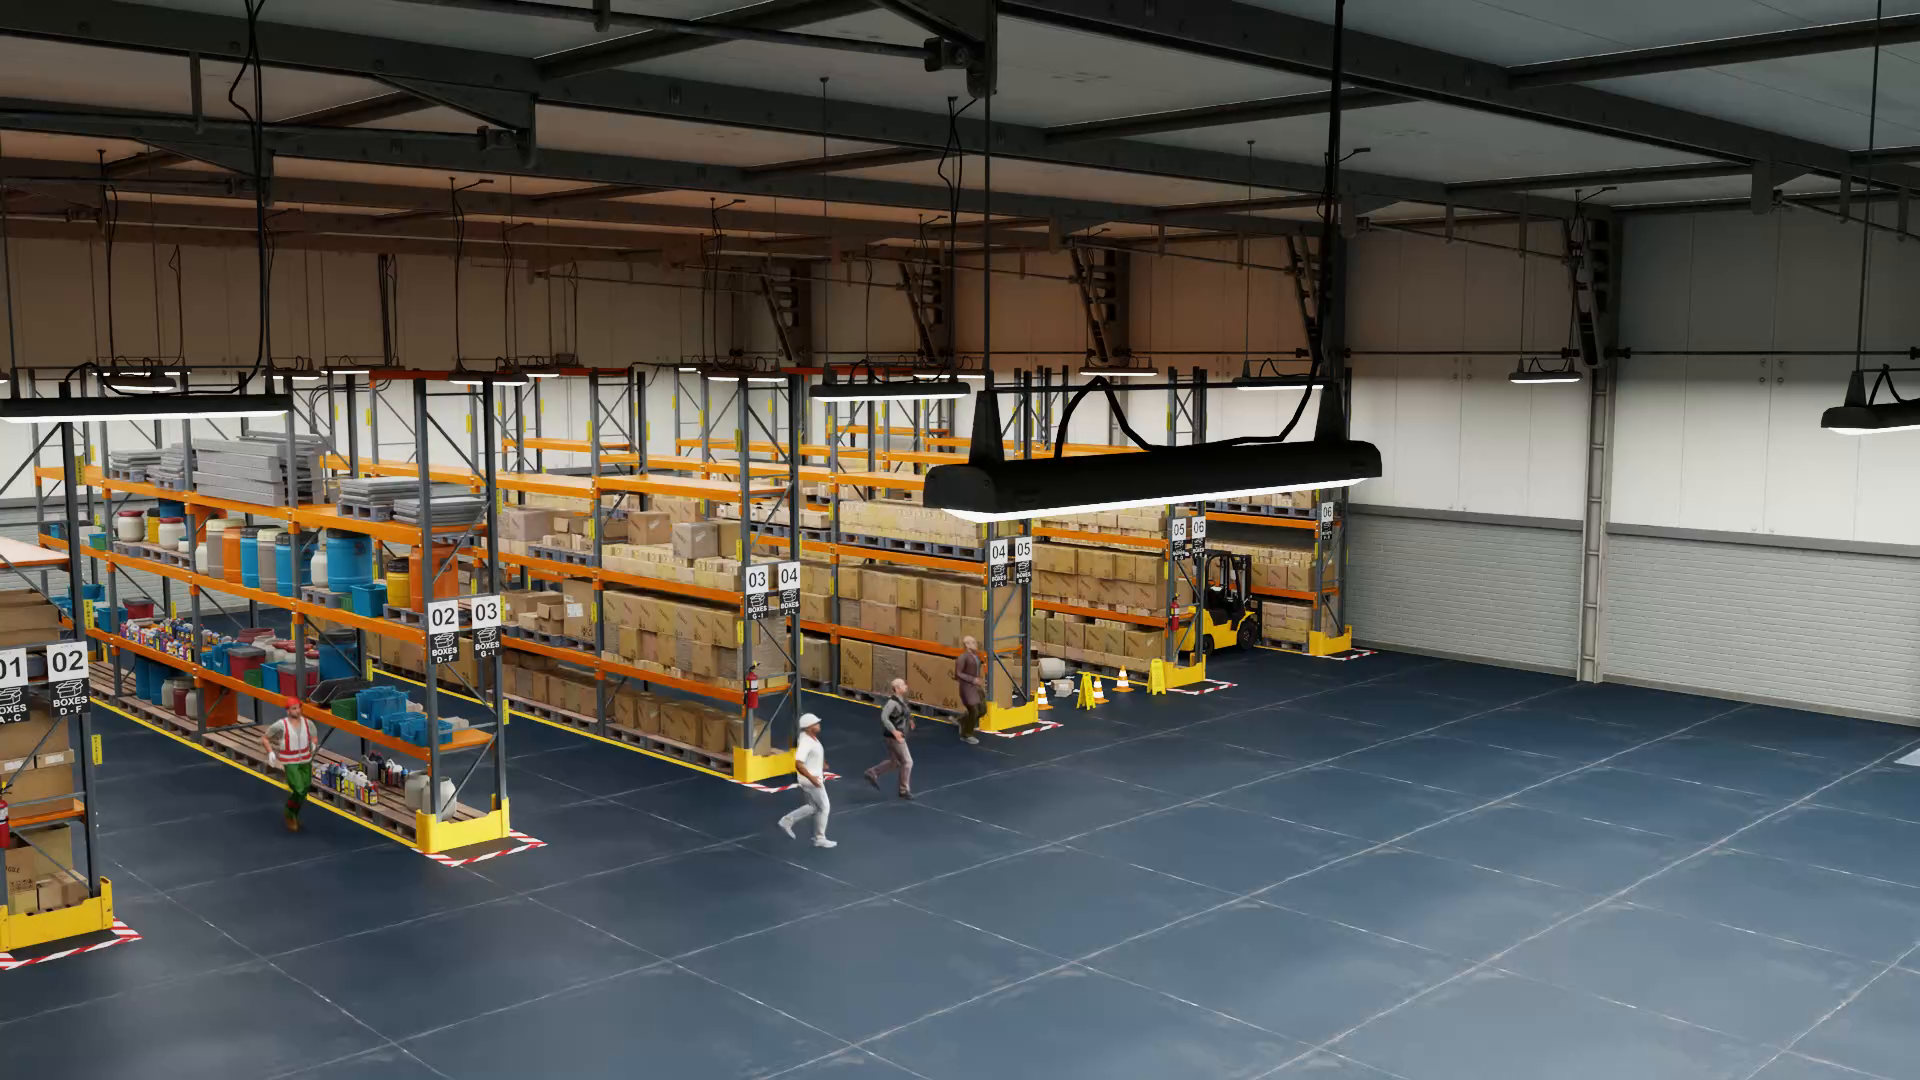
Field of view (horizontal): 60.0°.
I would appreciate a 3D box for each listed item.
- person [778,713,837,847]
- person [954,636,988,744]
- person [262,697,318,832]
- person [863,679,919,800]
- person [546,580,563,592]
[{"bbox_3d":[-1.959,3.077,21.281,0.751,1.754,0.692,-1,7,-9],"label":"person"},{"bbox_3d":[0.169,2.467,27.000,0.640,1.667,0.718,3,7,25],"label":"person"},{"bbox_3d":[-8.771,2.964,21.987,0.690,1.775,0.639,5,8,39],"label":"person"},{"bbox_3d":[-0.984,2.822,23.639,0.809,1.747,0.658,1,6,6],"label":"person"},{"bbox_3d":[-10.017,0.831,41.011,0.825,1.802,0.746,2,7,14],"label":"person"}]
